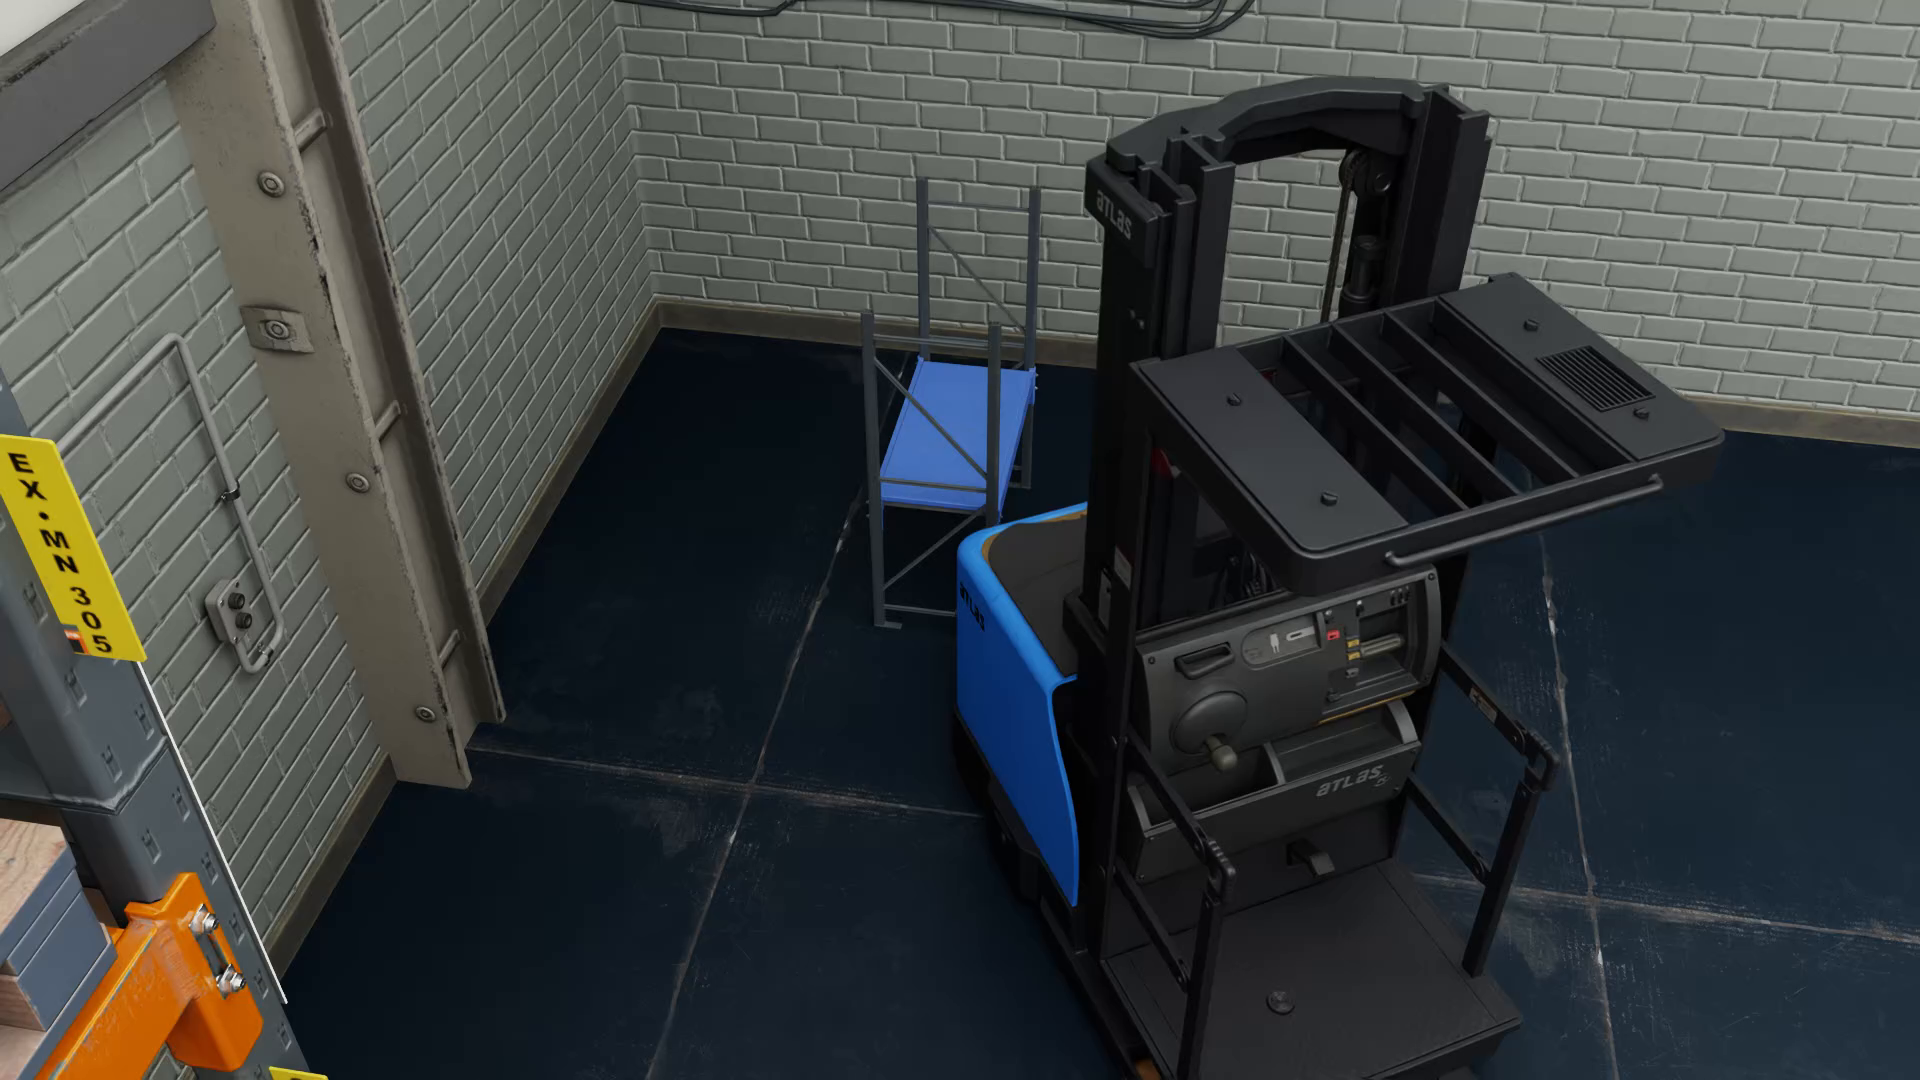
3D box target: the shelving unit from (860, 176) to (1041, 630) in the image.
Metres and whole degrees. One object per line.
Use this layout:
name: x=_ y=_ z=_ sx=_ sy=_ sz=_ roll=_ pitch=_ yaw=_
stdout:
shelving unit: x=-0.015 y=-0.524 z=6.707 sx=0.538 sy=1.500 sz=1.048 roll=6 pitch=40 yaw=8

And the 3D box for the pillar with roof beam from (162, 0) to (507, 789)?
pillar with roof beam: x=2.301 y=-2.215 z=2.867 sx=9.100 sy=9.000 sz=0.400 roll=6 pitch=40 yaw=8

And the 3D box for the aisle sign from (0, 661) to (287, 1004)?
aisle sign: x=-1.246 y=0.398 z=2.374 sx=0.394 sy=0.787 sz=0.004 roll=6 pitch=40 yaw=8

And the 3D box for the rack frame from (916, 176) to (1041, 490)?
rack frame: x=0.073 y=-0.844 z=7.093 sx=0.500 sy=1.500 sz=0.032 roll=6 pitch=40 yaw=8

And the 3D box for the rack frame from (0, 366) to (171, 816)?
rack frame: x=-1.554 y=-0.900 z=1.276 sx=1.000 sy=3.000 sz=0.127 roll=6 pitch=40 yaw=8

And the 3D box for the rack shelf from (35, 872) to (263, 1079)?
rack shelf: x=-1.900 y=1.789 z=0.943 sx=1.077 sy=0.370 sz=4.000 roll=6 pitch=40 yaw=8

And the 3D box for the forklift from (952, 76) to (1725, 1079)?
forklift: x=1.006 y=0.431 z=4.429 sx=1.130 sy=2.935 sz=3.031 roll=-15 pitch=42 yaw=-17

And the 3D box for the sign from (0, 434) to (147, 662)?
sign: x=-1.022 y=0.014 z=1.892 sx=0.100 sy=0.325 sz=0.005 roll=6 pitch=40 yaw=8

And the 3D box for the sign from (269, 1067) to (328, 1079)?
sign: x=-1.022 y=0.943 z=2.660 sx=0.100 sy=0.325 sz=0.005 roll=6 pitch=40 yaw=8

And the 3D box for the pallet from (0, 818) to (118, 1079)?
pallet: x=-1.672 y=0.757 z=1.696 sx=1.003 sy=0.211 sz=1.213 roll=6 pitch=40 yaw=8

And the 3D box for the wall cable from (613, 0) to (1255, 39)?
wall cable: x=-0.223 y=-3.213 z=6.511 sx=3.097 sy=2.526 sz=0.112 roll=6 pitch=40 yaw=8

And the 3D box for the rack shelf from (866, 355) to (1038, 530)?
rack shelf: x=-0.015 y=-0.386 z=6.822 sx=0.538 sy=0.185 sz=1.000 roll=6 pitch=40 yaw=8

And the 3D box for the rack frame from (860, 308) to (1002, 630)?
rack frame: x=-0.103 y=-0.205 z=6.321 sx=0.500 sy=1.500 sz=0.032 roll=6 pitch=40 yaw=8

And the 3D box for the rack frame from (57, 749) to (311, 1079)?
rack frame: x=-1.554 y=1.412 z=3.188 sx=1.000 sy=3.000 sz=0.127 roll=6 pitch=40 yaw=8

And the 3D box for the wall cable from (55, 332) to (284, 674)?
wall cable: x=-2.264 y=0.113 z=3.962 sx=0.084 sy=1.984 sz=1.851 roll=6 pitch=40 yaw=8
